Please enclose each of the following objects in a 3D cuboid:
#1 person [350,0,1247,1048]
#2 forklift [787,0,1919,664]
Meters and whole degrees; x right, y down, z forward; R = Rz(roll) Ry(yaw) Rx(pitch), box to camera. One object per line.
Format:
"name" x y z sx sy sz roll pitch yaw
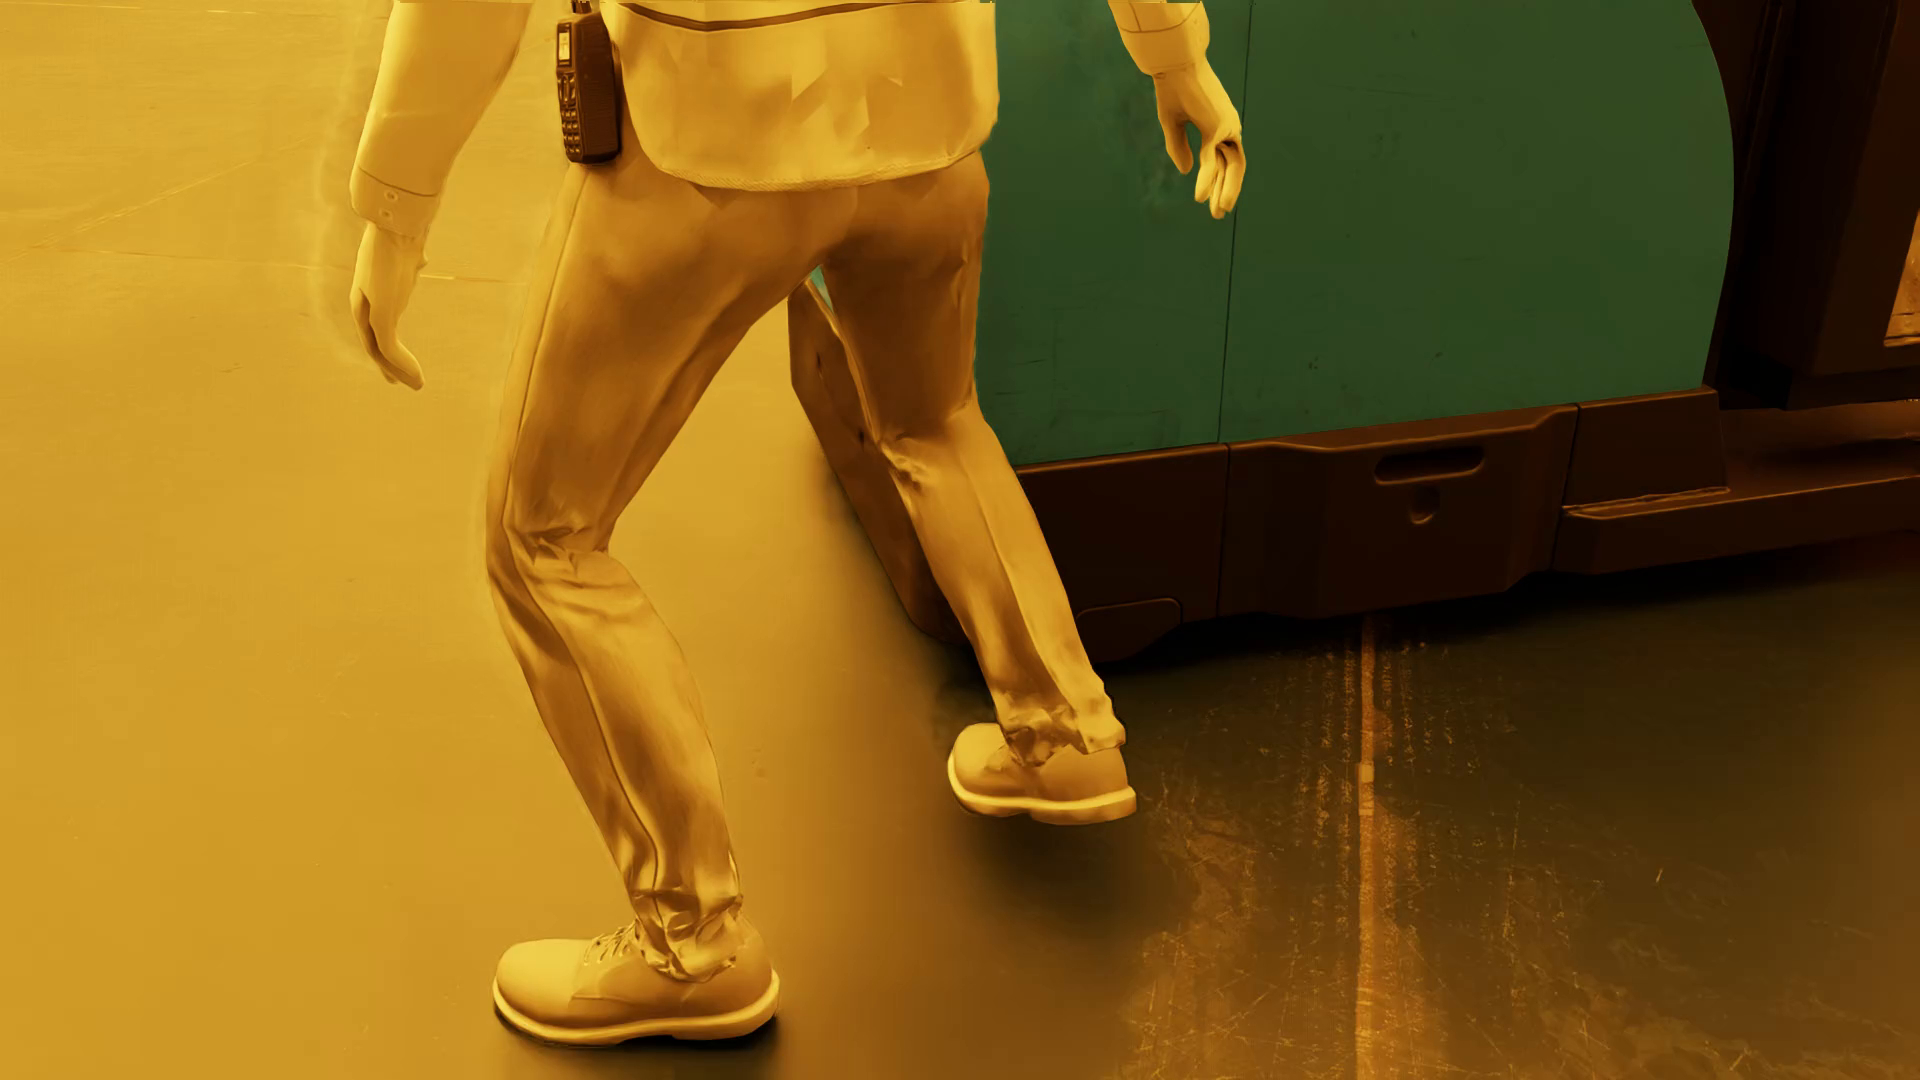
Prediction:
"person" -0.115 -0.347 1.451 0.817 1.587 0.460 -15 30 -27
"forklift" 1.283 -1.508 2.234 3.031 2.935 1.130 -7 28 -14
